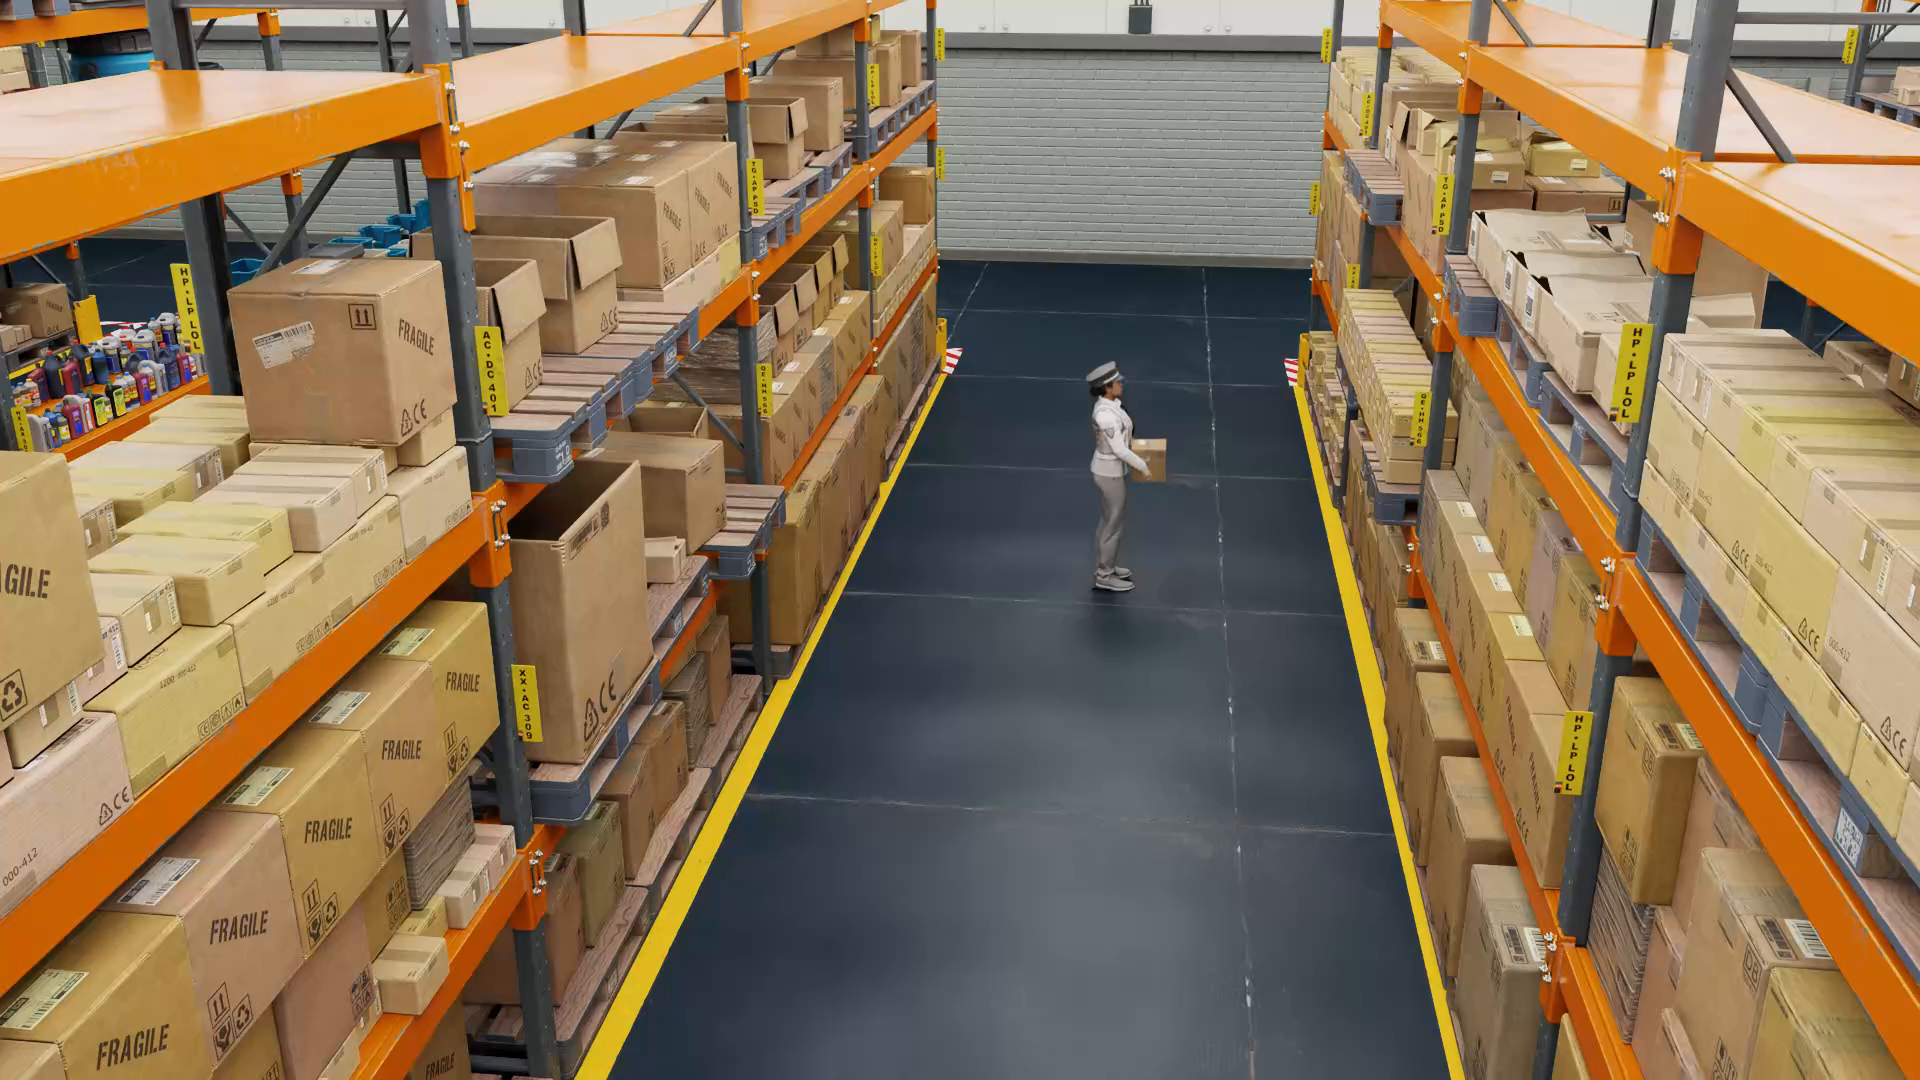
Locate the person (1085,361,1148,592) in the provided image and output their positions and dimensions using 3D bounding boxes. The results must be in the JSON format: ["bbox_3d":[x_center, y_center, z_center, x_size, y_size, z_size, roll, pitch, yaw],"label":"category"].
[{"bbox_3d":[1.183,-0.487,12.284,0.552,1.697,0.468,2,21,4],"label":"person"}]
